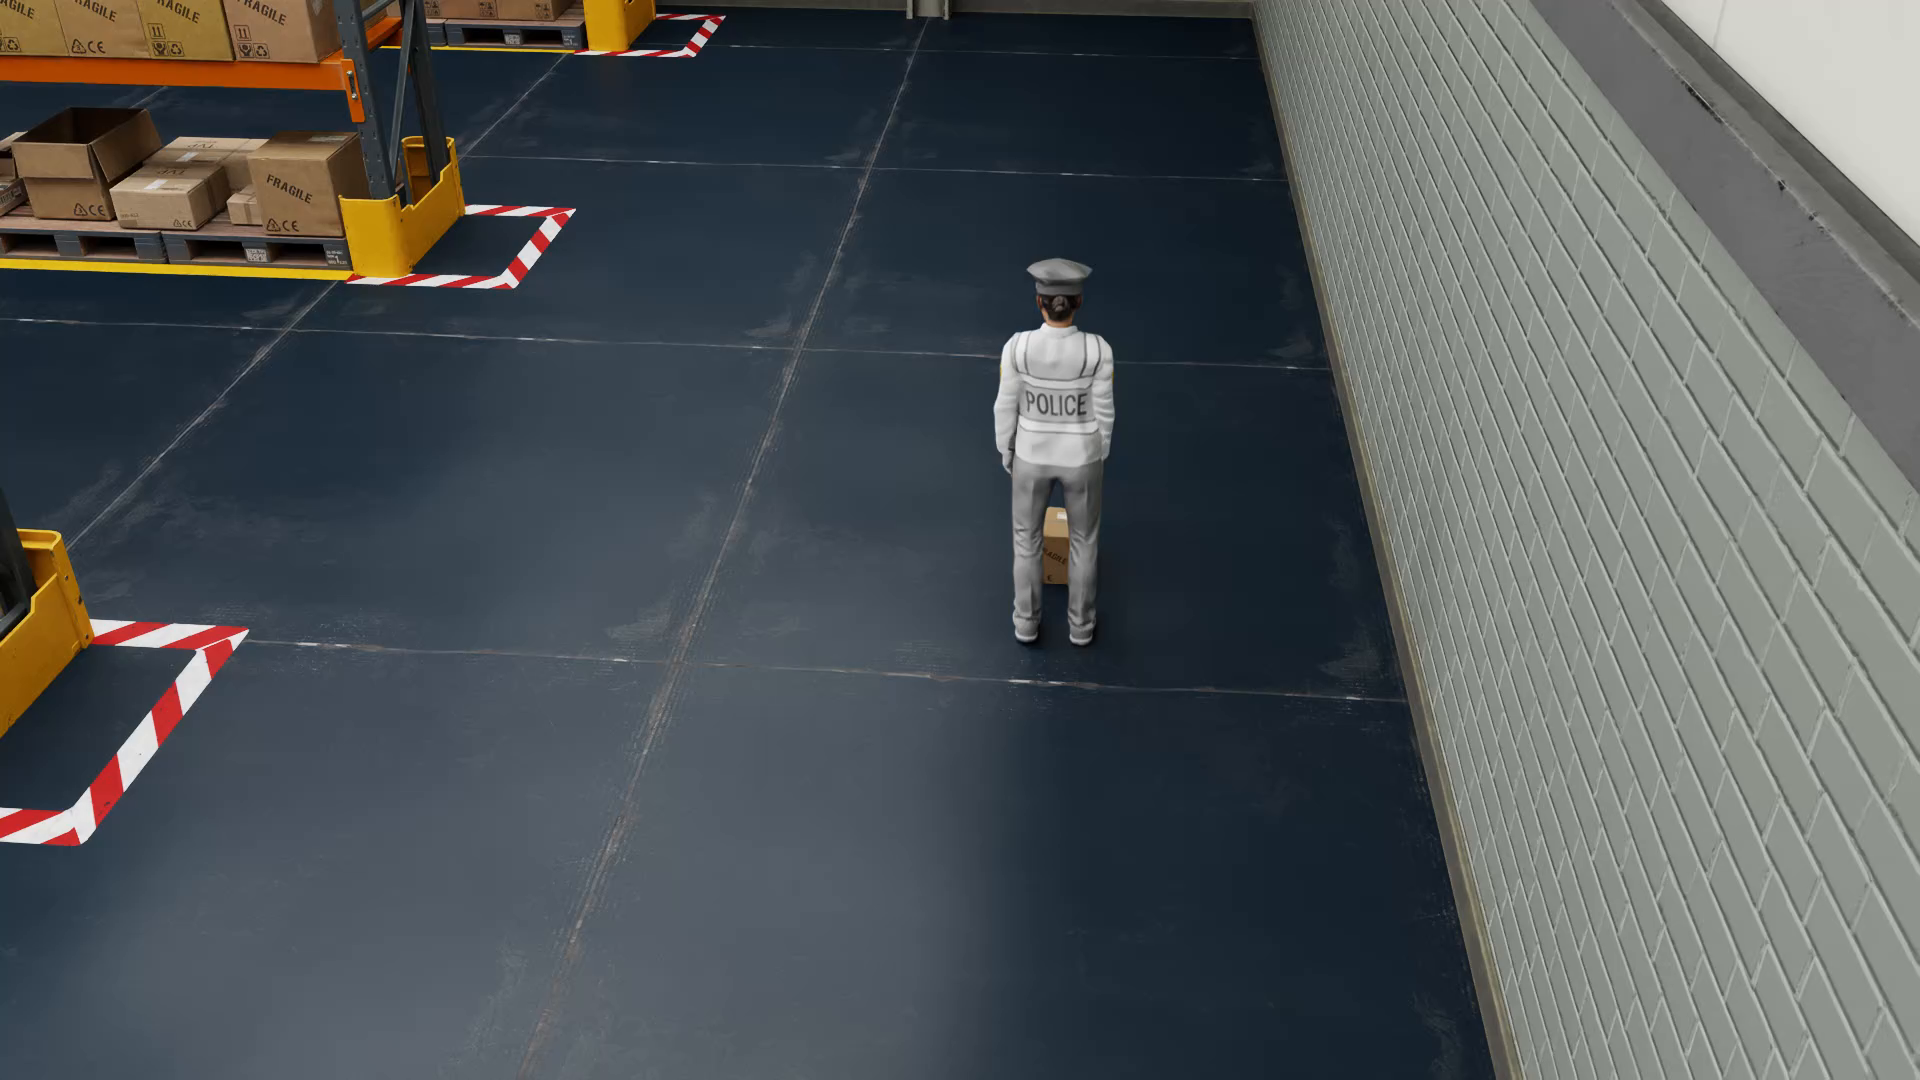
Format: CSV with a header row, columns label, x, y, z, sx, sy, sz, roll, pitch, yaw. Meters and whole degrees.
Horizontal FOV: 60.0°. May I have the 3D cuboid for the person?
label,x,y,z,sx,sy,sz,roll,pitch,yaw
person,0.372,-0.322,6.658,0.475,1.660,0.322,3,32,5
